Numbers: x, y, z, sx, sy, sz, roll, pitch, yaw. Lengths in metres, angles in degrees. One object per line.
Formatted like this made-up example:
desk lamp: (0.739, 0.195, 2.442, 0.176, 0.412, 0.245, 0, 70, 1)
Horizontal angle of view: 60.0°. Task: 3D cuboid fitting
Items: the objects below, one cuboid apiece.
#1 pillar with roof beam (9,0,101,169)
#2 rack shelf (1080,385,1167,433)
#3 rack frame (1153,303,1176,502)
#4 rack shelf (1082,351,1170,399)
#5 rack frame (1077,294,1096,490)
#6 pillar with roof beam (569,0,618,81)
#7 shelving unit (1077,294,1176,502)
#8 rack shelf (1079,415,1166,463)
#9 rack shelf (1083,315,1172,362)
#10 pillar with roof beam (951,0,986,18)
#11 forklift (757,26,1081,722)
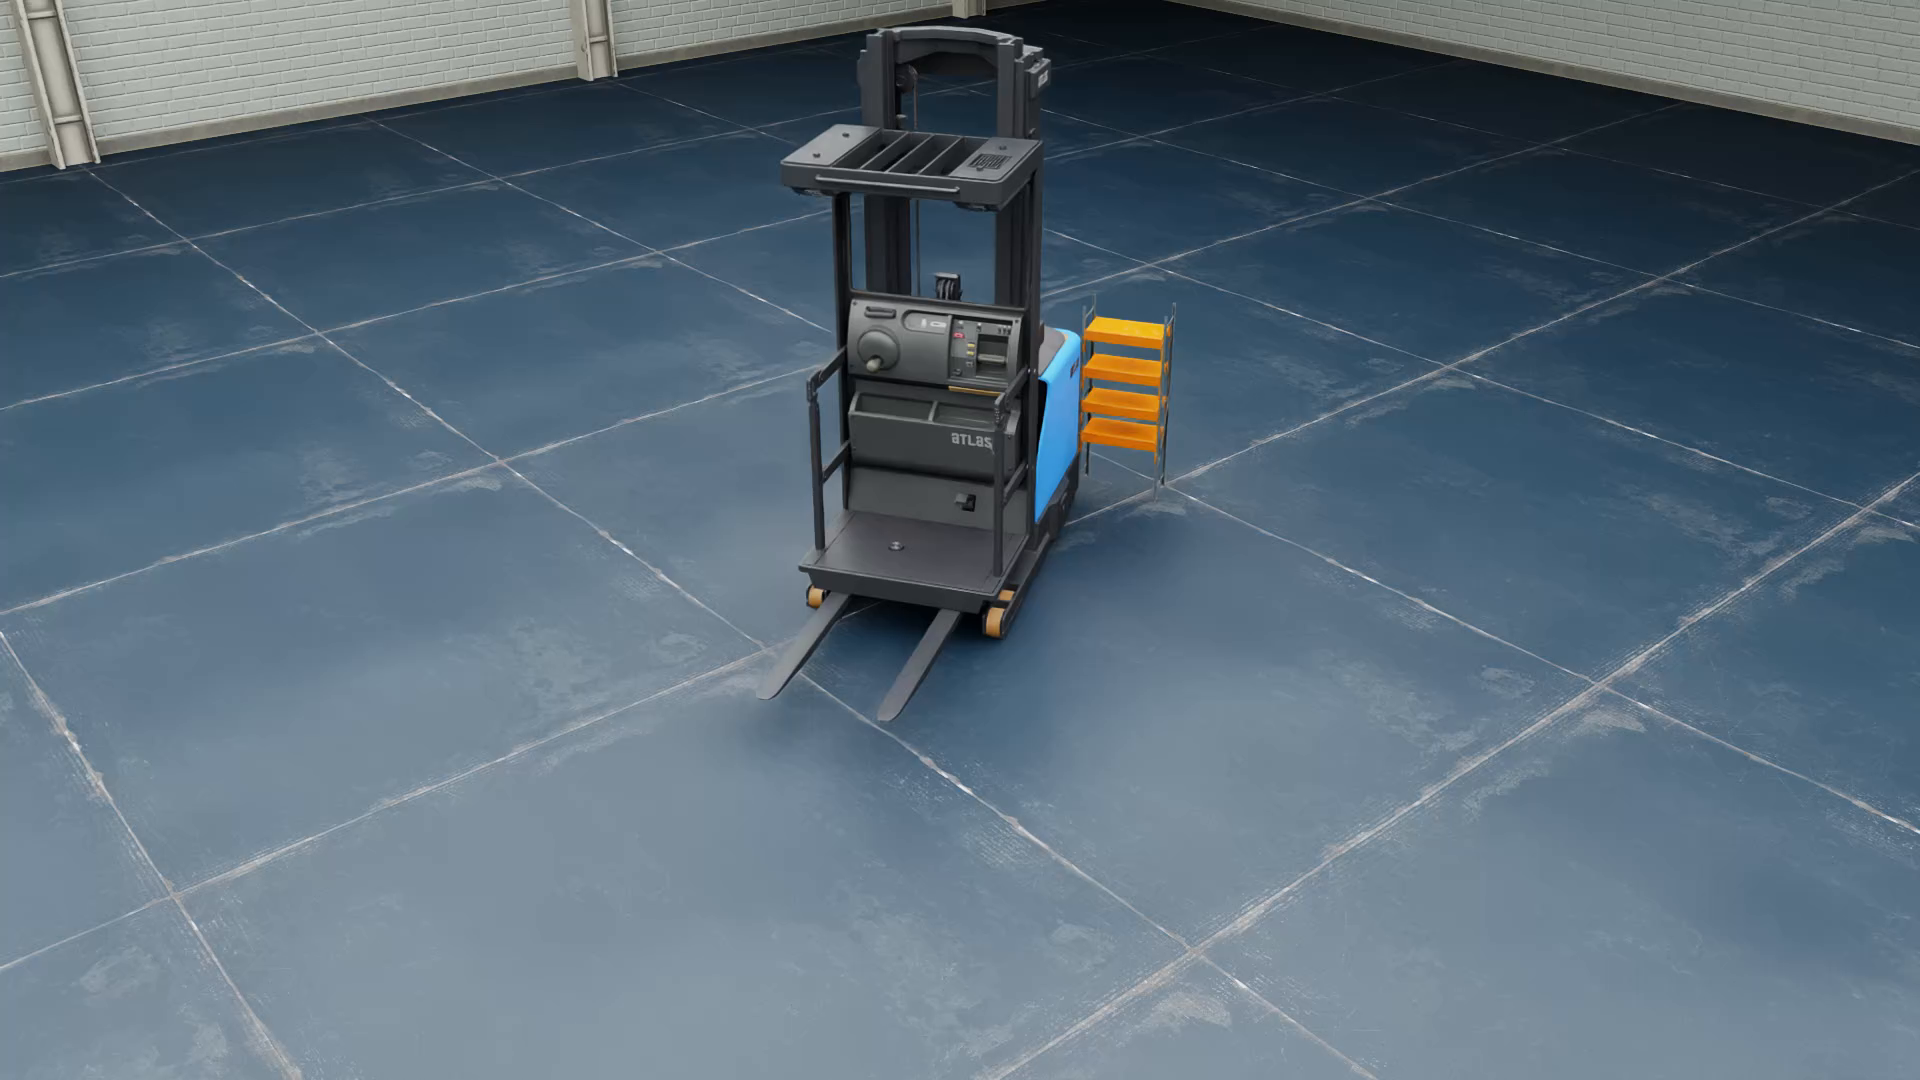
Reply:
pillar with roof beam: (-6.211, -6.270, 11.935, 0.400, 9.000, 9.100, -22, 35, -35)
rack shelf: (0.999, -0.796, 10.108, 0.480, 0.148, 0.258, 9, 29, 17)
rack frame: (1.230, -0.818, 10.006, 0.015, 1.200, 0.240, 9, 29, 17)
rack shelf: (0.999, -0.993, 10.003, 0.480, 0.148, 0.258, 9, 29, 17)
rack frame: (0.769, -0.893, 10.147, 0.015, 1.200, 0.240, 9, 29, 17)
pillar with roof beam: (-1.647, -8.106, 15.370, 0.400, 9.000, 9.100, -22, 35, -35)
shelving unit: (0.999, -0.855, 10.077, 0.503, 1.200, 0.258, 9, 29, 17)
rack shelf: (0.999, -0.621, 10.201, 0.480, 0.148, 0.258, 9, 29, 17)
rack shelf: (0.999, -1.202, 9.892, 0.480, 0.148, 0.258, 9, 29, 17)
pillar with roof beam: (2.918, -9.941, 18.804, 0.400, 9.000, 9.100, -22, 35, -35)
forklift: (-0.198, -0.983, 8.480, 1.130, 2.935, 3.031, 8, 29, 15)
